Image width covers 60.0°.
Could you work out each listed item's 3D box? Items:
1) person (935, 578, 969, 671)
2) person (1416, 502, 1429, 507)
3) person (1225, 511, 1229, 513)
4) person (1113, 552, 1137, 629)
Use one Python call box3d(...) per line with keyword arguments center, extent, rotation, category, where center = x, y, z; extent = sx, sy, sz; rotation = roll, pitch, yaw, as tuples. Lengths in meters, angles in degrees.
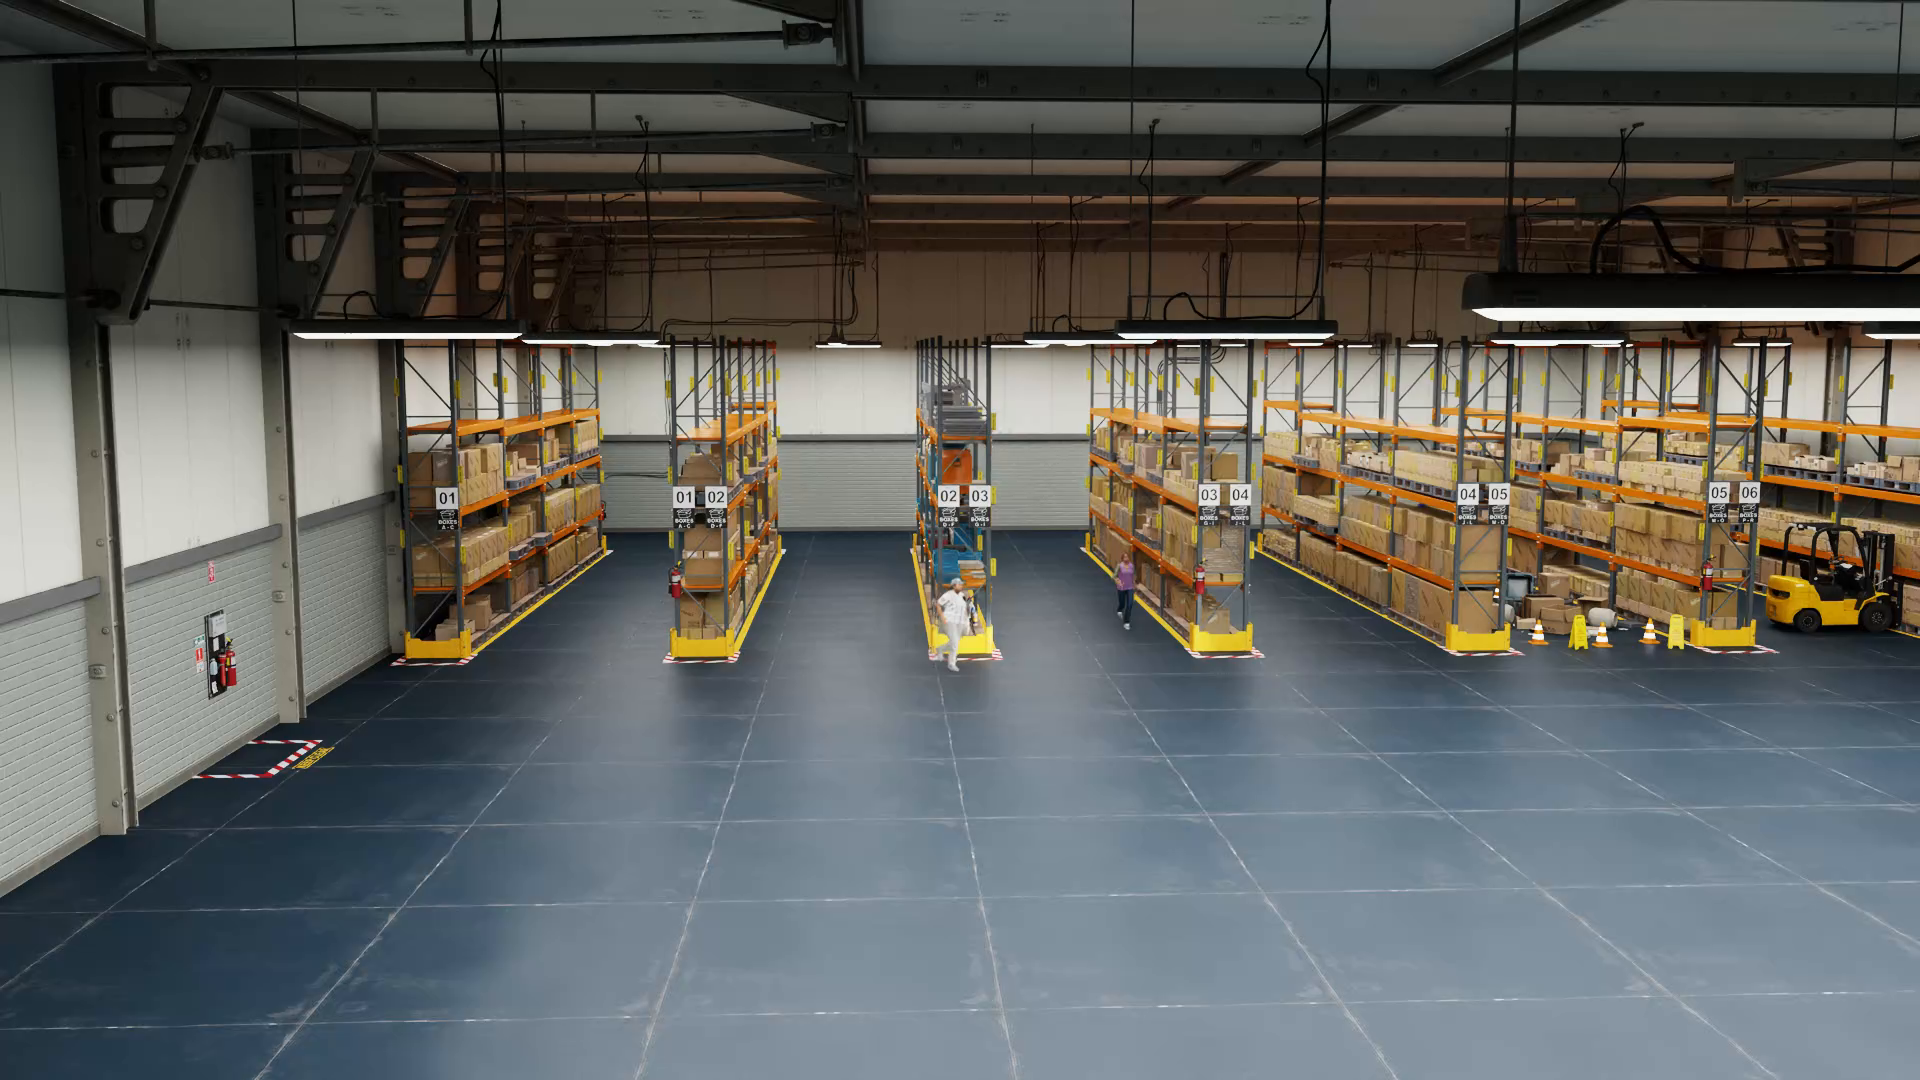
box3d(center=(-0.151, 1.522, 30.192), extent=(0.647, 1.668, 0.743), rotation=(-6, 9, -44), category="person")
box3d(center=(13.748, -0.716, 49.509), extent=(0.877, 1.610, 0.671), rotation=(2, 7, 14), category="person")
box3d(center=(7.505, -0.535, 48.229), extent=(0.690, 1.679, 0.652), rotation=(4, 8, 32), category="person")
box3d(center=(3.437, 1.027, 34.576), extent=(0.547, 1.584, 0.759), rotation=(-1, 7, -7), category="person")
